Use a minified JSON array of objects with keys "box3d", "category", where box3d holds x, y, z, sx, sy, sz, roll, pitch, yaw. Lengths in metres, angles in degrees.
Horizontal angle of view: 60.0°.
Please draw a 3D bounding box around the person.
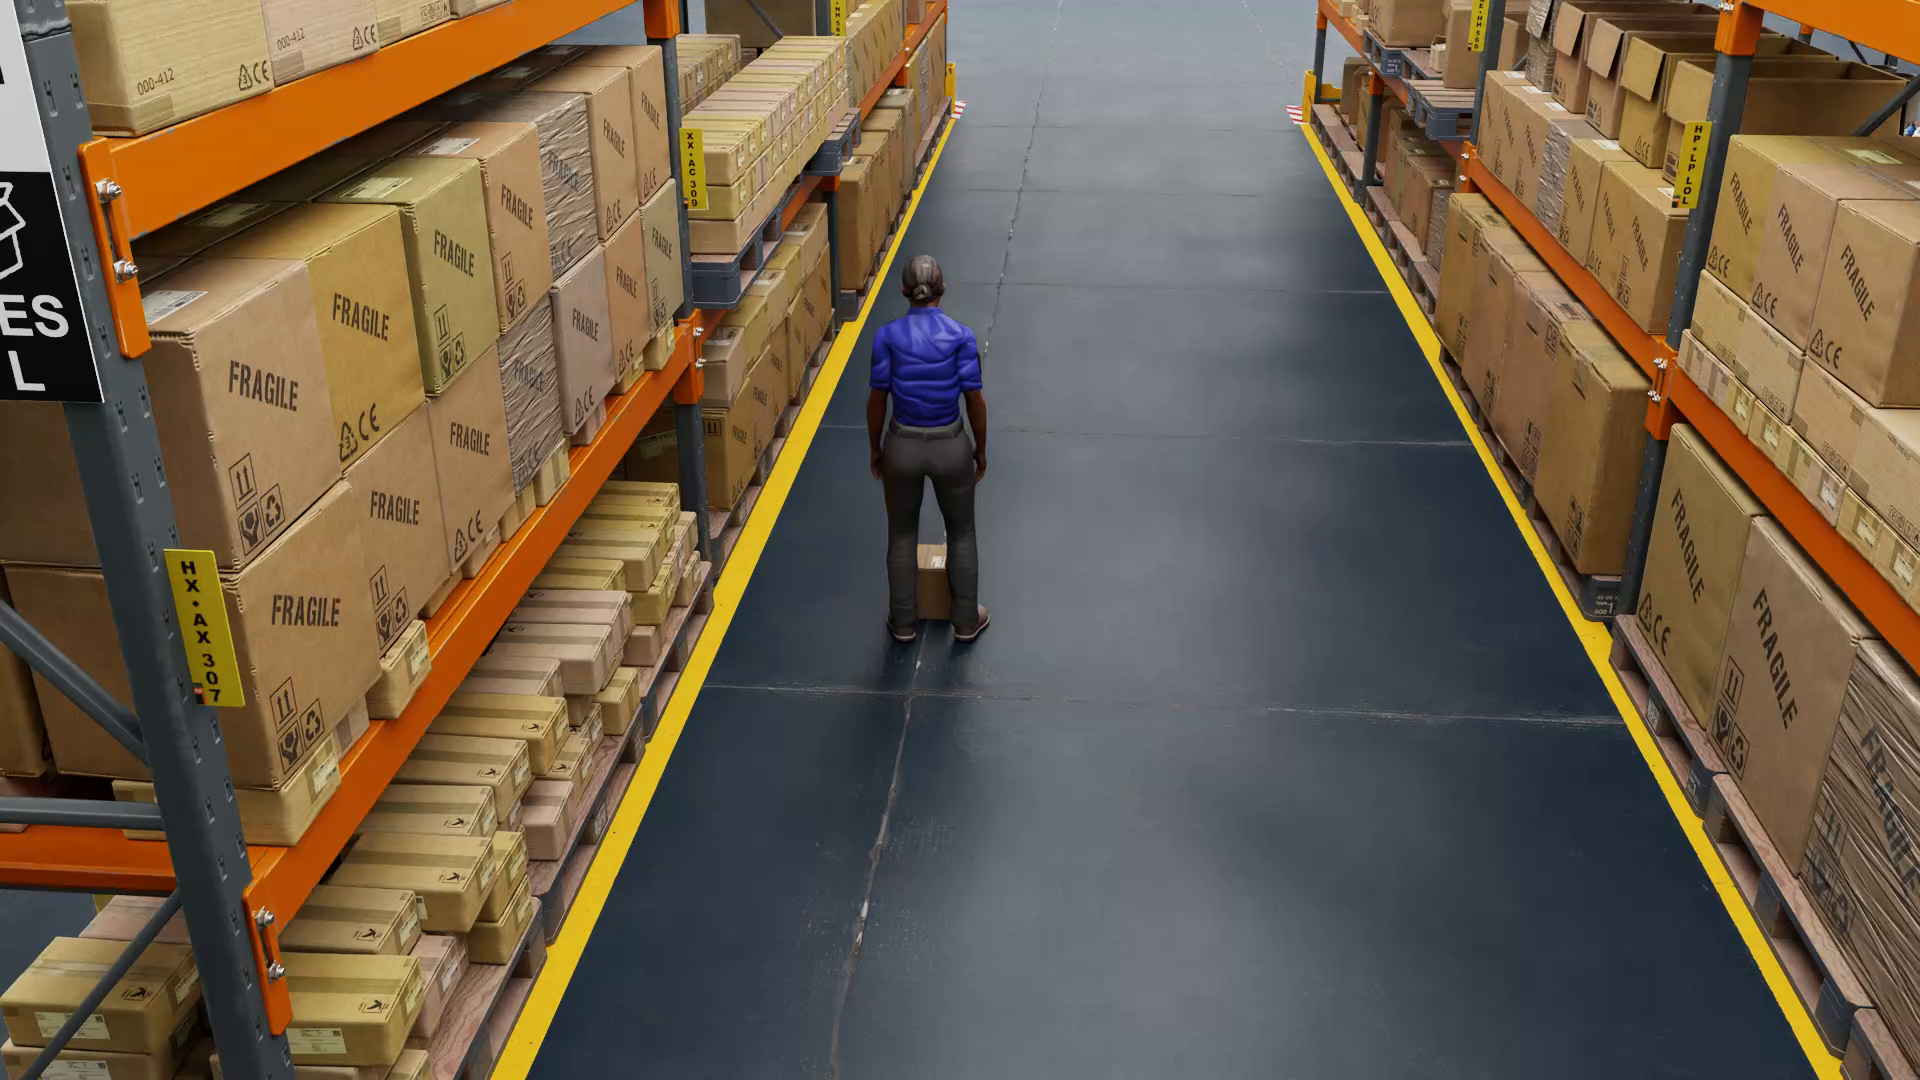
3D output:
[{"box3d":[-0.127,-0.357,6.887,0.507,1.655,0.349,1,25,2],"category":"person"}]
